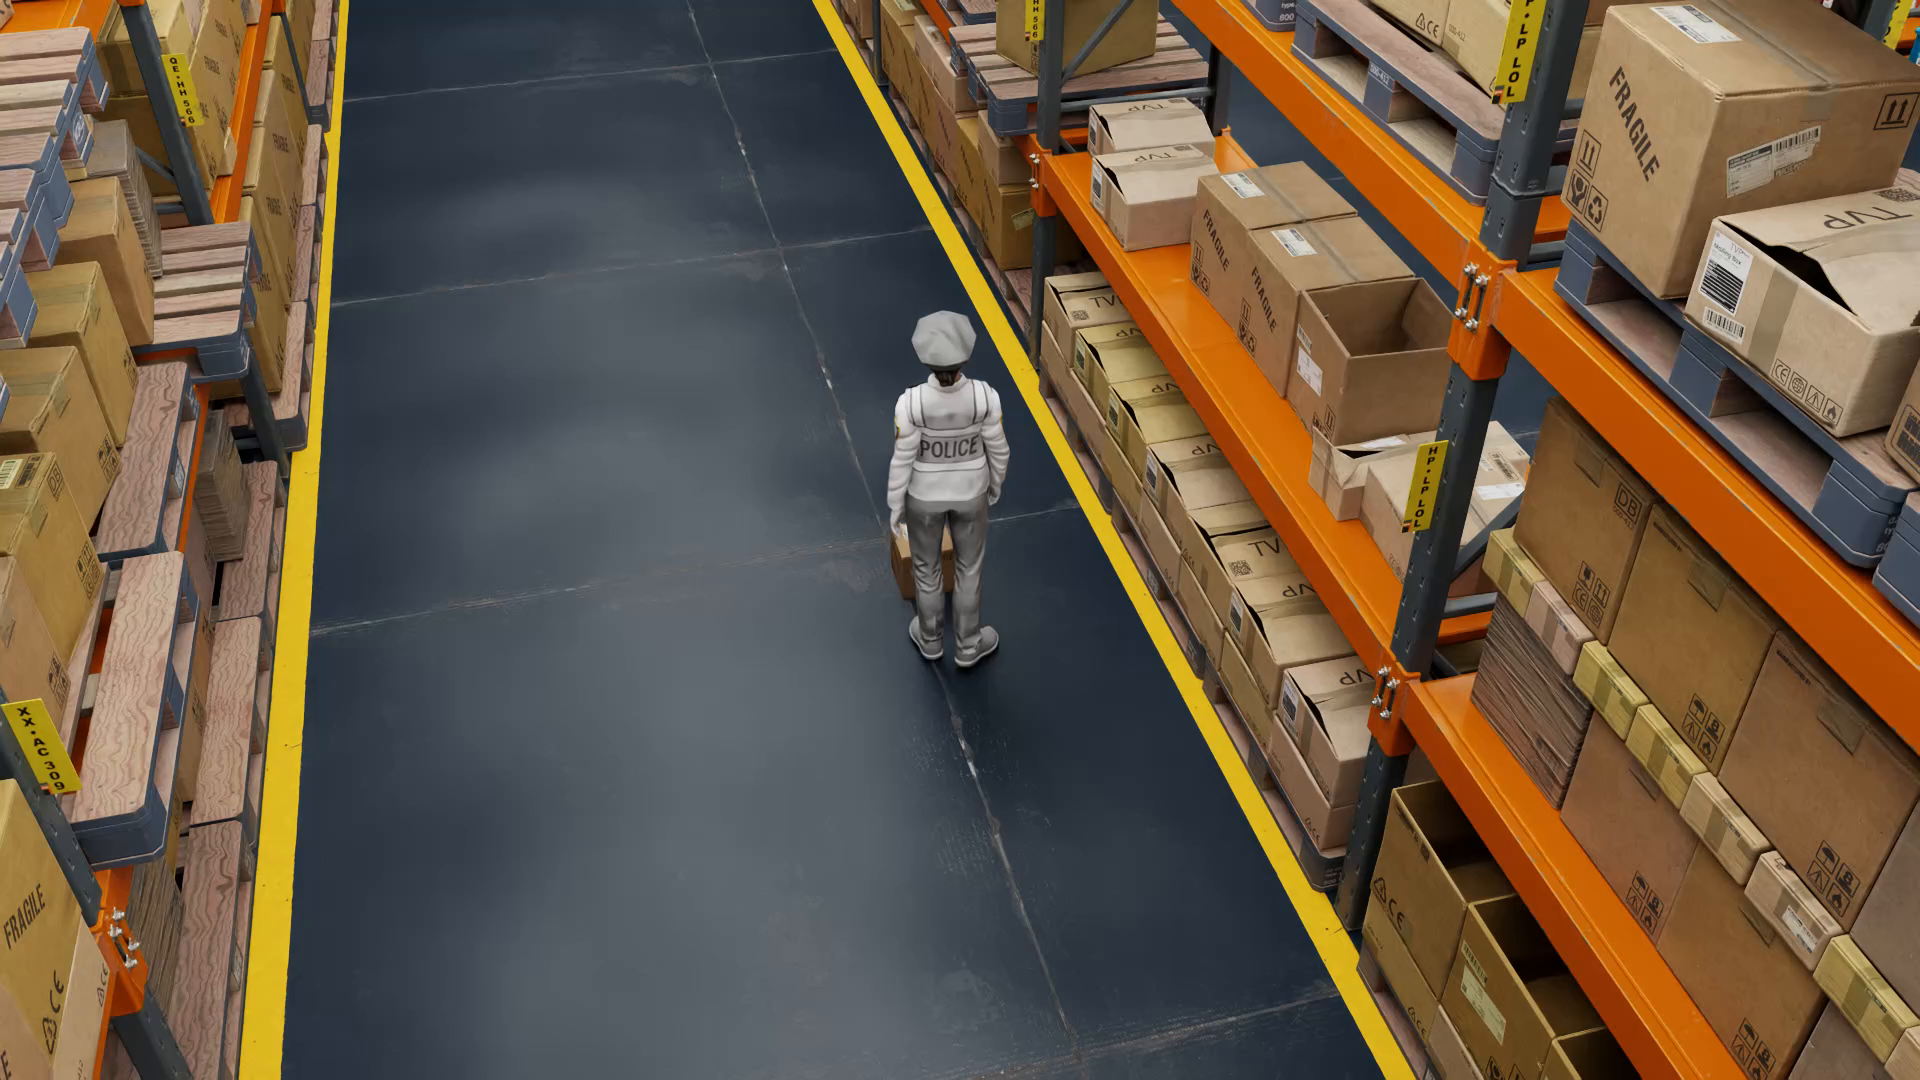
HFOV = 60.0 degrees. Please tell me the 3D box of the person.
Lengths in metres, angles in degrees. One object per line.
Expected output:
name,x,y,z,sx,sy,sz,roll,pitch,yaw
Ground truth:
person,-0.051,-0.189,6.902,0.510,1.695,0.367,-5,39,-6
